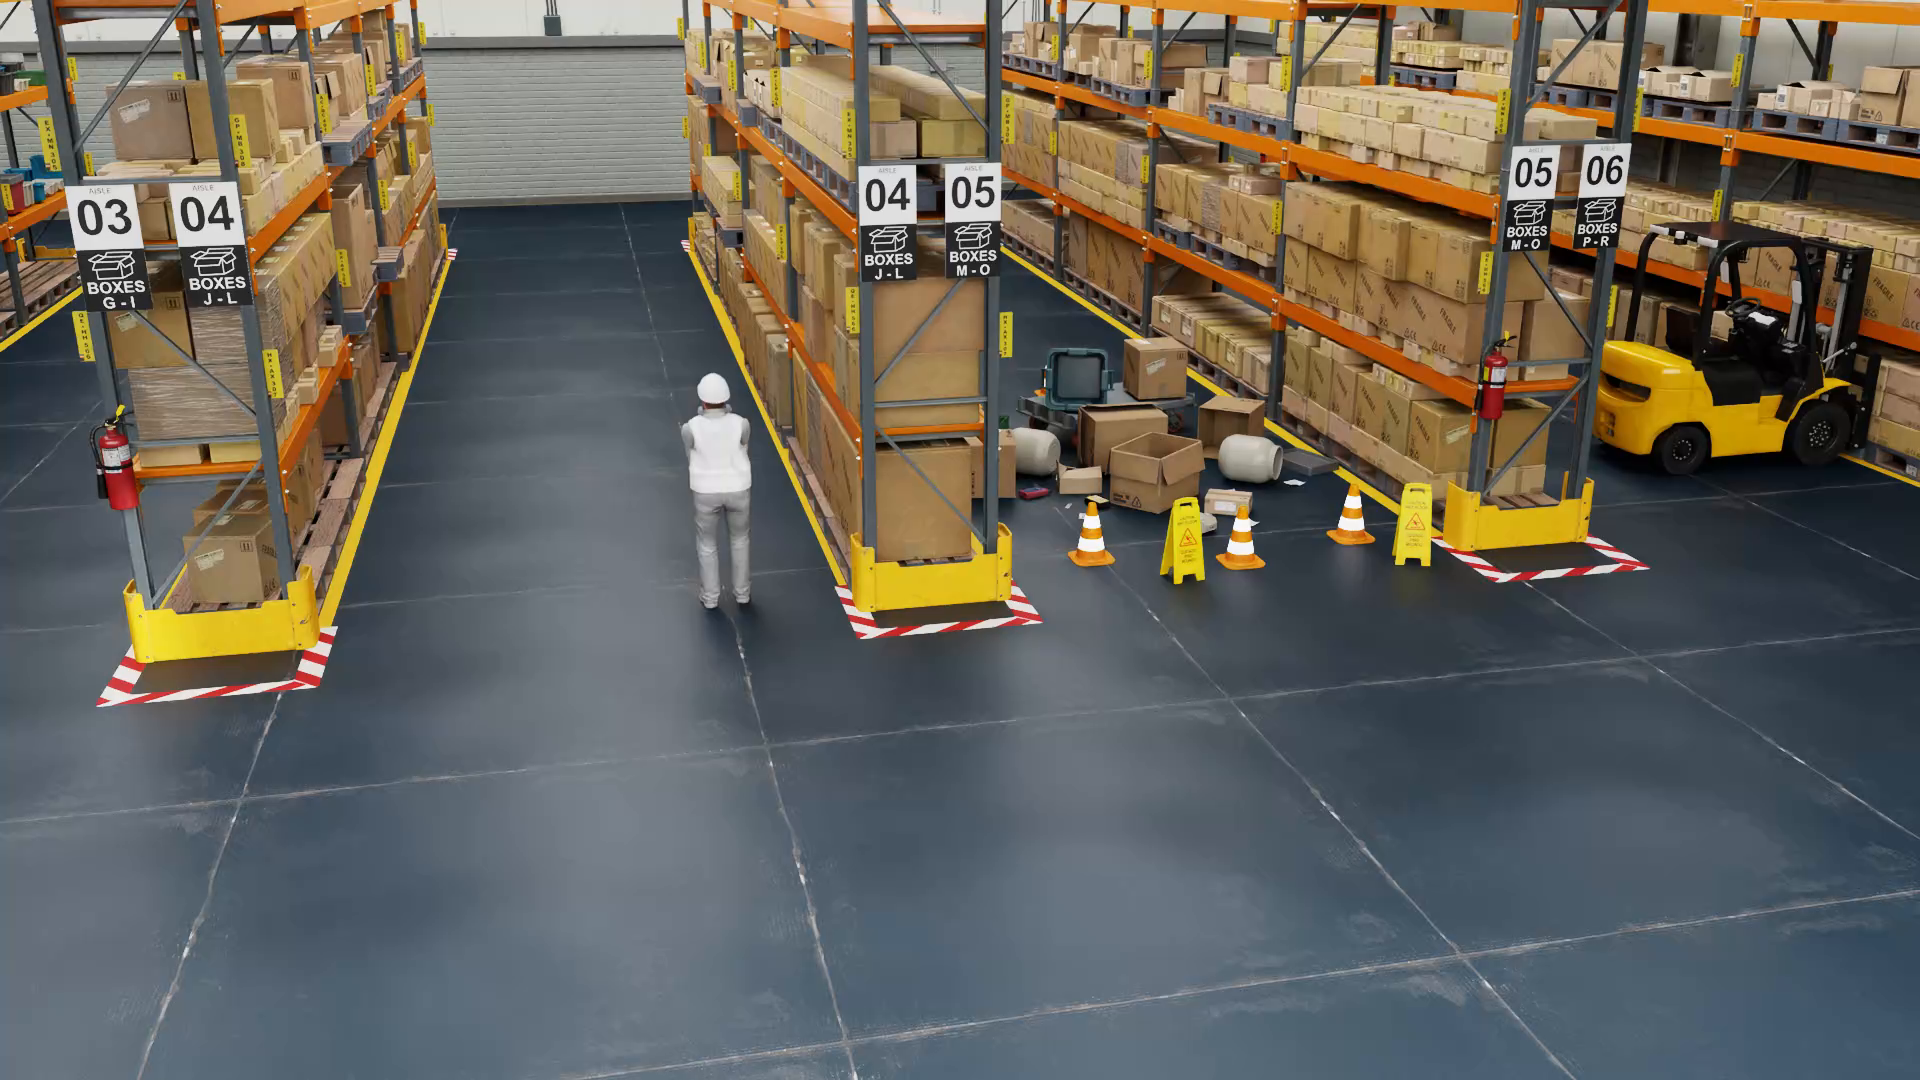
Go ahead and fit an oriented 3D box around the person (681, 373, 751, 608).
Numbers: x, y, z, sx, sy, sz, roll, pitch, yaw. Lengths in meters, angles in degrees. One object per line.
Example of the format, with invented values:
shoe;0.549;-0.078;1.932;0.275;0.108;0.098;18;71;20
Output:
person;-1.770;-0.392;12.152;0.494;1.762;0.553;-4;20;-12
